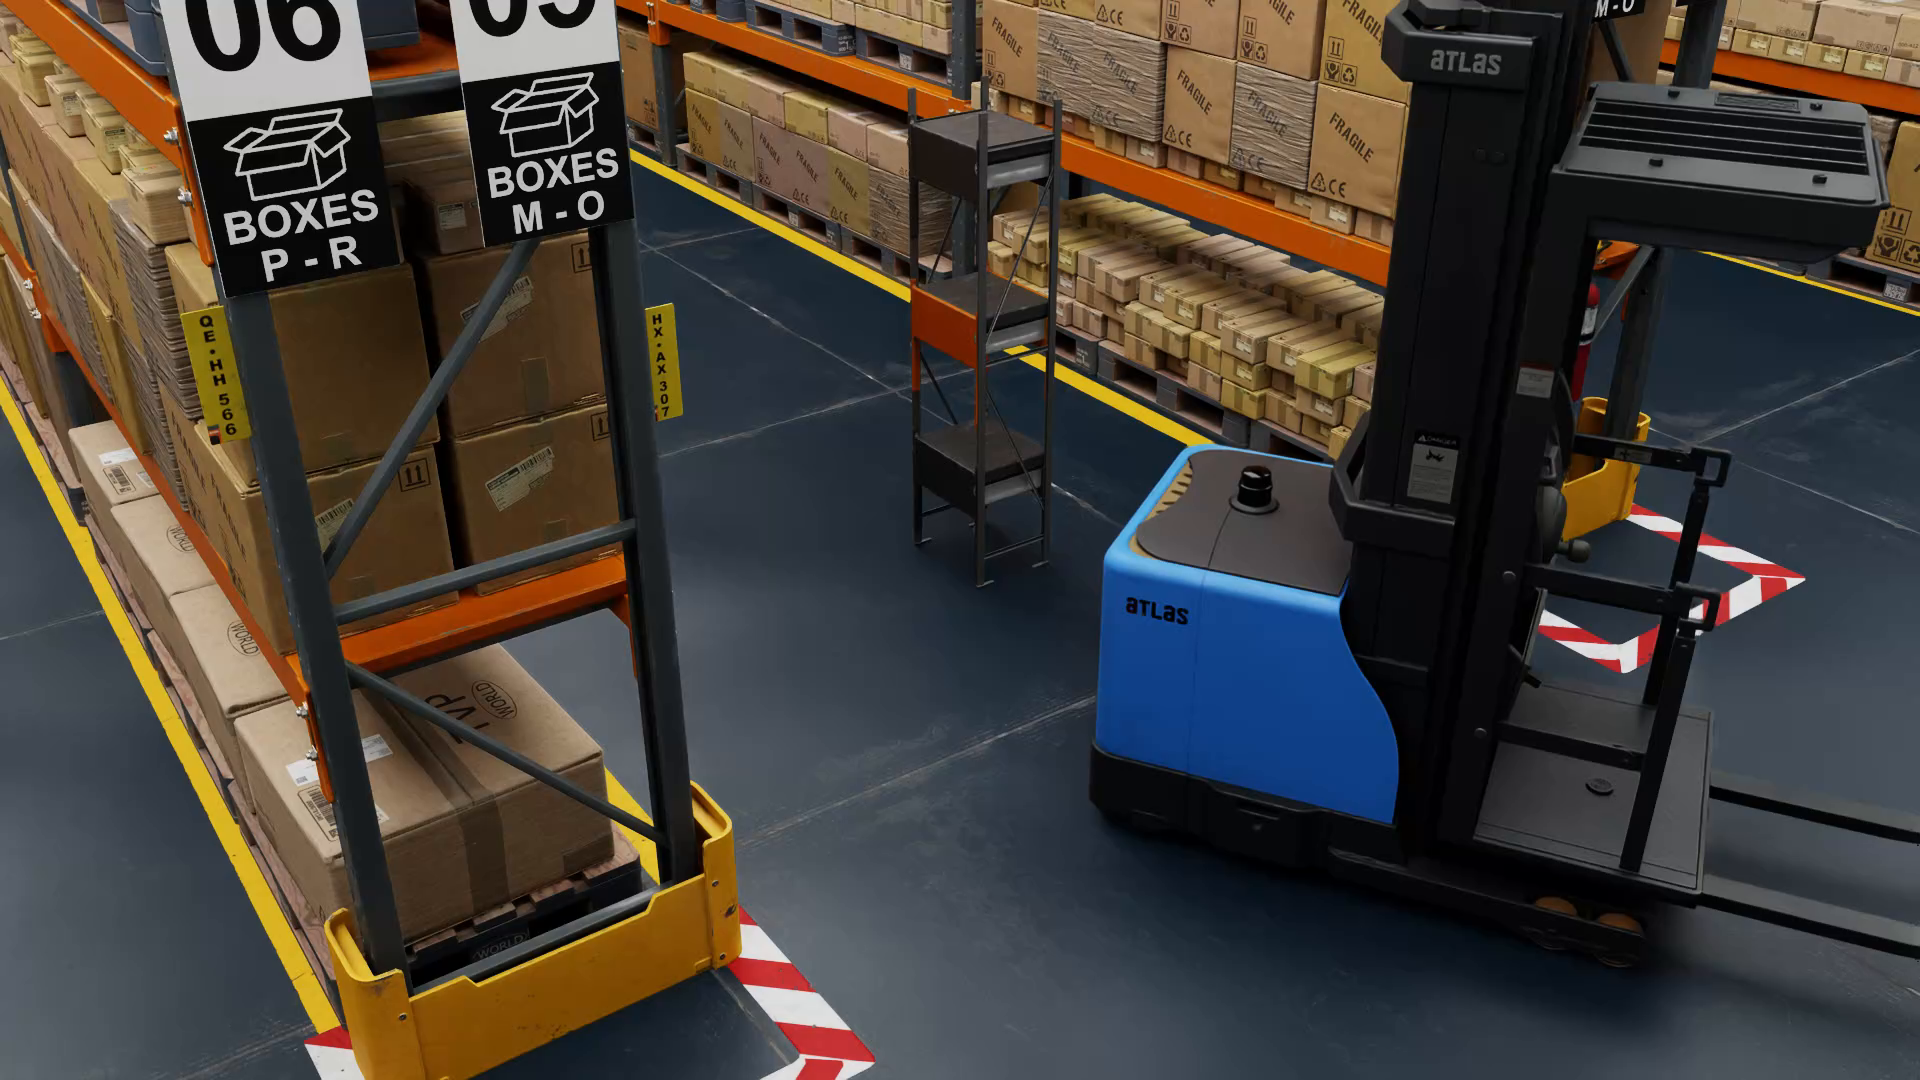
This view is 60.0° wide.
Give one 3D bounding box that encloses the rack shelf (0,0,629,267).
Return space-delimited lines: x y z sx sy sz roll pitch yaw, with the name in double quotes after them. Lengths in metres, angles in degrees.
-2.422 -1.689 5.328 1.077 0.370 4.000 -19 34 -31 "rack shelf"

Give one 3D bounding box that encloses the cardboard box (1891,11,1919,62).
6.019 -3.030 10.032 0.500 0.250 0.500 -19 34 -31 "cardboard box"

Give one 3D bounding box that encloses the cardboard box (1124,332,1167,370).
1.126 -1.082 9.147 0.380 0.149 0.250 -20 34 -32 "cardboard box"

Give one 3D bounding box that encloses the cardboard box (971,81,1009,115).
0.289 -2.563 9.590 0.380 0.149 0.250 -17 33 -29 "cardboard box"

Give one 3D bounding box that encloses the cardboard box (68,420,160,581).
-3.306 -0.250 7.311 0.875 0.438 0.875 -19 34 -31 "cardboard box"

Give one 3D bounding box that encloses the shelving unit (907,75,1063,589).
0.096 -0.858 7.130 0.431 2.100 0.503 -19 34 -31 "shelving unit"

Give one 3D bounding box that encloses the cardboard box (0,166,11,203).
-4.036 -1.723 7.412 0.500 0.250 0.500 -19 34 -31 "cardboard box"

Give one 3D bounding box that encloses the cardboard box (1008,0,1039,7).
0.454 -3.245 9.119 0.500 0.500 0.500 -18 33 -29 "cardboard box"

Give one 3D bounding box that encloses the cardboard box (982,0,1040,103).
0.473 -2.787 9.322 0.500 0.500 0.500 -19 34 -32 "cardboard box"

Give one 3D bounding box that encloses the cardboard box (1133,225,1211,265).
1.227 -1.696 9.653 0.380 0.149 0.250 -18 33 -29 "cardboard box"

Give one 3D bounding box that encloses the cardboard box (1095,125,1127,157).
0.943 -2.171 8.867 0.380 0.149 0.250 -18 33 -30 "cardboard box"

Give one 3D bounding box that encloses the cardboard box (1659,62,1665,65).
4.808 -3.180 12.249 0.875 0.875 0.875 -19 34 -31 "cardboard box"

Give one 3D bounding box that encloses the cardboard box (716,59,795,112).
-1.432 -3.313 12.100 0.500 0.250 0.500 -19 34 -31 "cardboard box"

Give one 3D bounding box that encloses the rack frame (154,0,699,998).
-1.262 0.090 4.441 1.000 3.000 0.127 -19 34 -31 "rack frame"

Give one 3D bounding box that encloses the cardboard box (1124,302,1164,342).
1.121 -1.214 9.078 0.380 0.149 0.250 -19 34 -31 "cardboard box"

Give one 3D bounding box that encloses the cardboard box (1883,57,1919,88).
5.894 -2.886 10.185 0.380 0.149 0.250 -18 33 -30 "cardboard box"

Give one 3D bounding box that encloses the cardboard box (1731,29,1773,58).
5.296 -3.285 10.919 0.380 0.149 0.250 -20 34 -32 "cardboard box"

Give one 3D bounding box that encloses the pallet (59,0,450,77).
-1.701 -1.474 4.272 1.003 0.211 1.213 -19 34 -31 "pallet"

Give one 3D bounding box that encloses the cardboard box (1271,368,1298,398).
1.798 -0.842 8.394 0.380 0.149 0.250 -19 34 -31 "cardboard box"

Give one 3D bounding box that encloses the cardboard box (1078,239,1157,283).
0.890 -1.573 9.427 0.380 0.149 0.250 -20 34 -32 "cardboard box"

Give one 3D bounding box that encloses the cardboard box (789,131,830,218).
-0.835 -2.579 11.534 0.500 0.500 0.500 -20 34 -32 "cardboard box"

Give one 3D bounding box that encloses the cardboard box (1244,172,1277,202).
1.617 -1.783 8.152 0.380 0.149 0.250 -20 35 -33 "cardboard box"

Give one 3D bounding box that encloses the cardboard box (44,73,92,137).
-2.743 -1.441 5.429 0.380 0.149 0.250 -19 34 -30 "cardboard box"

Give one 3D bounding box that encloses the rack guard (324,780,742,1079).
-1.248 1.198 5.020 1.175 0.500 0.348 -19 34 -31 "rack guard"

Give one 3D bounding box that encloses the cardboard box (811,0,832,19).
-0.759 -3.554 10.974 0.380 0.149 0.250 -17 33 -29 "cardboard box"

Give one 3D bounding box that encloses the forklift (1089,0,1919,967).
2.022 -0.227 5.096 3.031 2.935 1.130 12 31 21 "forklift"

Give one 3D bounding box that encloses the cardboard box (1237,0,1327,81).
1.640 -2.439 7.634 0.500 0.500 0.500 -17 33 -28 "cardboard box"

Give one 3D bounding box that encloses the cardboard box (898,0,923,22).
-0.154 -3.281 10.160 0.380 0.149 0.250 -19 34 -30 "cardboard box"

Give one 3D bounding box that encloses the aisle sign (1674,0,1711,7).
2.998 -2.516 6.516 0.394 0.787 0.004 -19 34 -31 "aisle sign"

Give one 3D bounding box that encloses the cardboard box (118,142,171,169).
-2.131 -1.041 4.691 0.380 0.149 0.250 -18 33 -30 "cardboard box"

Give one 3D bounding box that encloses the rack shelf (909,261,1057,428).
0.096 -0.846 7.137 0.431 0.518 0.480 -19 34 -31 "rack shelf"

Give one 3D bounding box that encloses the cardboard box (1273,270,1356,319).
1.905 -1.316 8.955 0.380 0.149 0.250 -18 33 -30 "cardboard box"

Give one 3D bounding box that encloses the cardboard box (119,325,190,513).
-2.343 -0.464 5.357 0.500 0.500 0.500 -18 33 -29 "cardboard box"

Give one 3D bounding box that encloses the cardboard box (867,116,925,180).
-0.247 -2.510 10.621 0.500 0.250 0.500 -20 34 -32 "cardboard box"

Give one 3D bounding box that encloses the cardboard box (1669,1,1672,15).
4.834 -3.823 11.492 0.500 0.250 0.500 -19 34 -31 "cardboard box"

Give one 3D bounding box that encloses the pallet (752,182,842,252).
-0.773 -2.426 11.996 1.003 0.211 1.213 -19 34 -31 "pallet"

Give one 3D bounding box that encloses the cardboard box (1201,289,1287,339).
1.483 -1.168 8.681 0.380 0.149 0.250 -20 34 -32 "cardboard box"

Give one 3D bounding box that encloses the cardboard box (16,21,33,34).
-3.266 -1.856 6.192 0.380 0.149 0.250 -19 34 -31 "cardboard box"

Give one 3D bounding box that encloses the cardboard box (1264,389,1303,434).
1.768 -0.689 8.422 0.380 0.149 0.250 -18 33 -30 "cardboard box"

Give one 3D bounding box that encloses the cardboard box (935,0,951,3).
-0.001 -3.312 9.905 0.380 0.149 0.250 -17 33 -28 "cardboard box"

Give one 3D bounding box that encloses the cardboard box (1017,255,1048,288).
0.561 -1.634 9.851 0.380 0.149 0.250 -19 34 -30 "cardboard box"

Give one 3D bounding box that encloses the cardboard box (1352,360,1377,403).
2.099 -0.762 7.933 0.380 0.149 0.250 -18 33 -30 "cardboard box"

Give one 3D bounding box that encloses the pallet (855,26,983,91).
0.066 -3.127 10.567 1.003 0.211 1.213 -19 34 -31 "pallet"

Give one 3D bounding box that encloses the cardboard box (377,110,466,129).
-1.677 -1.205 4.994 0.380 0.149 0.250 -20 34 -32 "cardboard box"

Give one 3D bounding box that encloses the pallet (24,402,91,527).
-4.091 -0.518 8.483 1.003 0.211 1.213 -19 34 -31 "pallet"

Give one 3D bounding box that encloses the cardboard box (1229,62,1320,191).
1.645 -1.993 7.861 0.500 0.500 0.500 -19 34 -30 "cardboard box"

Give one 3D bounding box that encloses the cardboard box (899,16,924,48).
-0.152 -3.149 10.228 0.380 0.149 0.250 -19 34 -30 "cardboard box"

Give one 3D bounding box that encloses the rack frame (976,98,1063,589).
0.238 -0.763 6.956 0.400 2.100 0.015 -19 34 -31 "rack frame"

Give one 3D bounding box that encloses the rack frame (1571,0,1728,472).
2.711 -1.319 7.036 1.000 3.000 0.127 -19 34 -31 "rack frame"

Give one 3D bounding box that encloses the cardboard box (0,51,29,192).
-3.503 -1.696 6.577 0.500 0.500 0.500 -19 34 -30 "cardboard box"

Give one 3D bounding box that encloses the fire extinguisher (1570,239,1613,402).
2.482 -0.896 6.728 0.296 0.674 0.183 -19 34 -31 "fire extinguisher"

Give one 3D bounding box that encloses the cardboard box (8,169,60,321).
-3.524 -1.254 6.811 0.500 0.500 0.500 -18 33 -29 "cardboard box"

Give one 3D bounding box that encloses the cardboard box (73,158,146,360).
-2.347 -0.903 5.117 0.500 0.500 0.500 -19 34 -31 "cardboard box"

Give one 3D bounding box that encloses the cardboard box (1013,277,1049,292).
0.495 -1.472 9.865 0.380 0.149 0.250 -18 33 -29 "cardboard box"

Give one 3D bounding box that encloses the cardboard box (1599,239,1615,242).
2.790 -1.426 7.495 0.380 0.149 0.250 -19 34 -31 "cardboard box"
